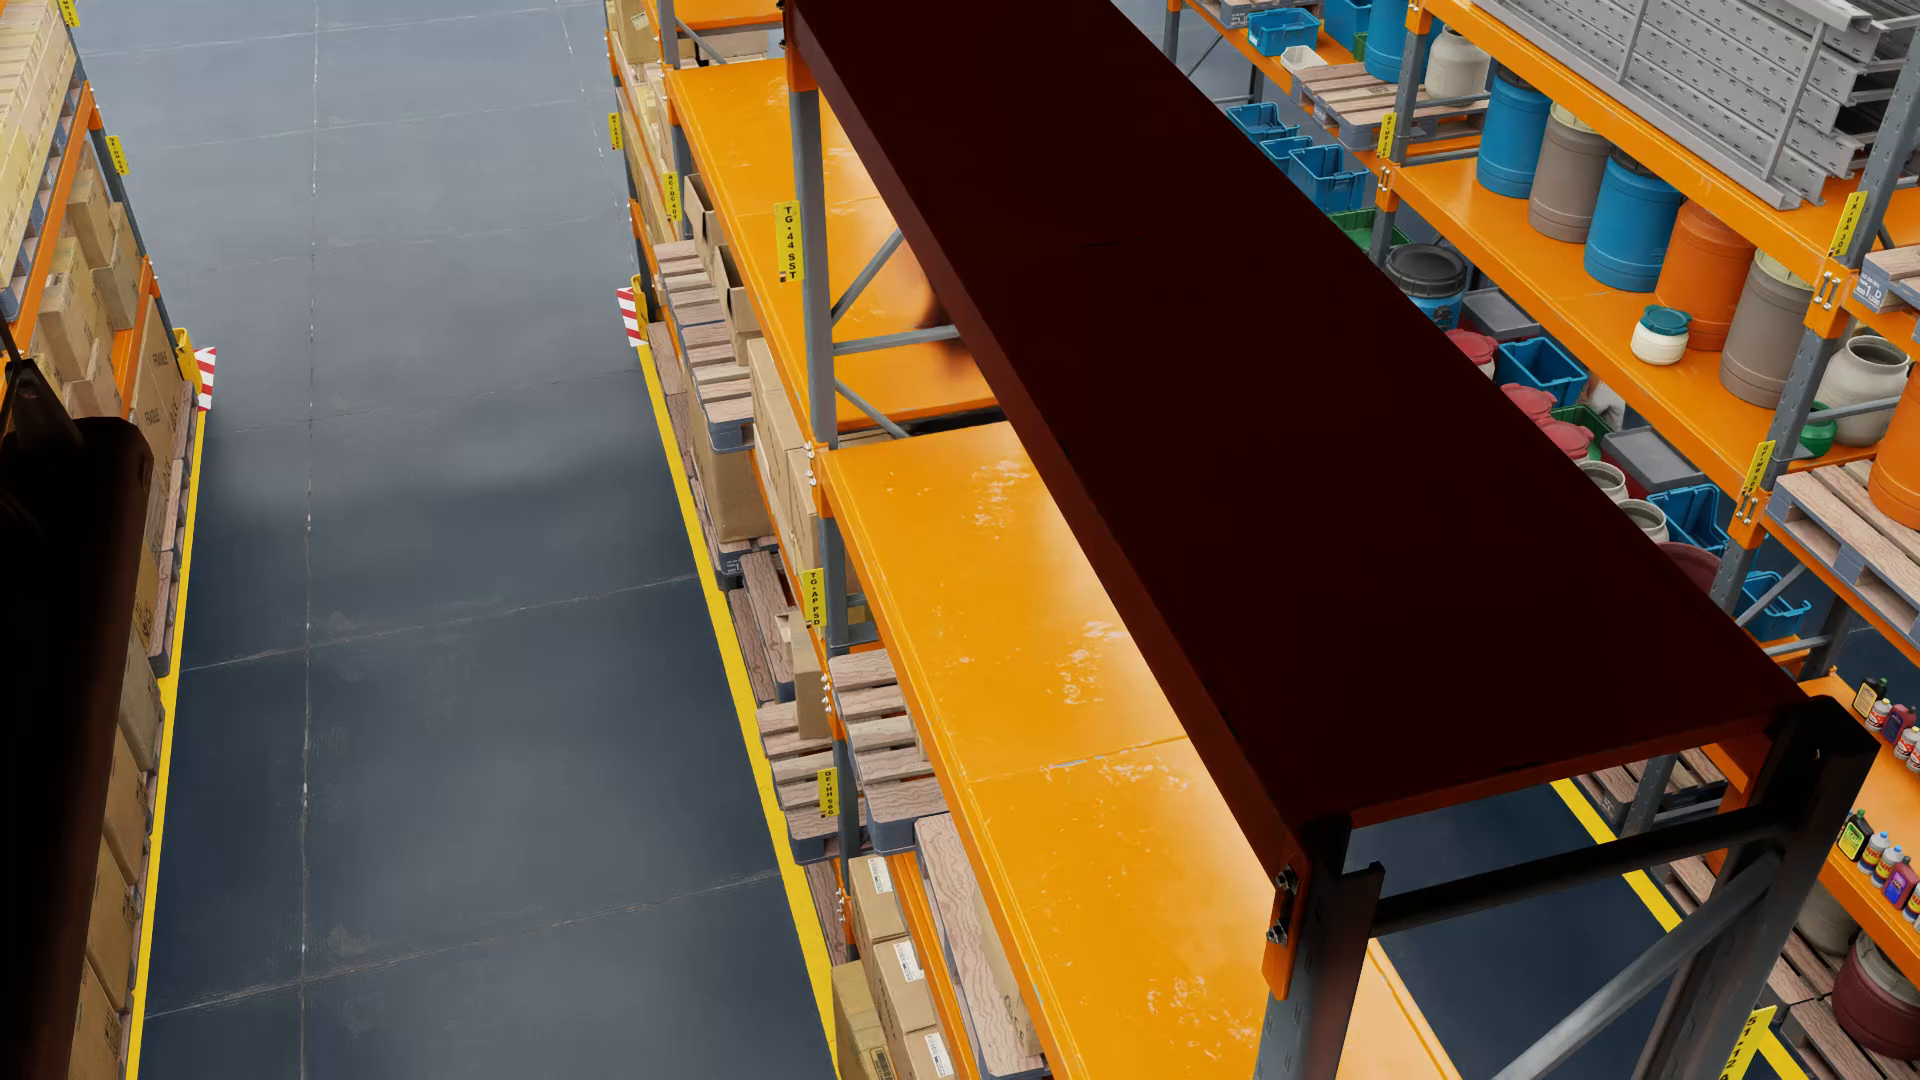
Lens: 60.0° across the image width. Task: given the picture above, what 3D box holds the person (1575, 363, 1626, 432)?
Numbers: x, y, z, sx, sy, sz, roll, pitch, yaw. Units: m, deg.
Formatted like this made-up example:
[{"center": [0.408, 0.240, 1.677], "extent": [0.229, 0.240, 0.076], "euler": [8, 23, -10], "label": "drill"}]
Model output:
[{"center": [4.954, -1.049, 12.831], "extent": [0.496, 1.613, 0.928], "euler": [-4, 39, -6], "label": "person"}]
